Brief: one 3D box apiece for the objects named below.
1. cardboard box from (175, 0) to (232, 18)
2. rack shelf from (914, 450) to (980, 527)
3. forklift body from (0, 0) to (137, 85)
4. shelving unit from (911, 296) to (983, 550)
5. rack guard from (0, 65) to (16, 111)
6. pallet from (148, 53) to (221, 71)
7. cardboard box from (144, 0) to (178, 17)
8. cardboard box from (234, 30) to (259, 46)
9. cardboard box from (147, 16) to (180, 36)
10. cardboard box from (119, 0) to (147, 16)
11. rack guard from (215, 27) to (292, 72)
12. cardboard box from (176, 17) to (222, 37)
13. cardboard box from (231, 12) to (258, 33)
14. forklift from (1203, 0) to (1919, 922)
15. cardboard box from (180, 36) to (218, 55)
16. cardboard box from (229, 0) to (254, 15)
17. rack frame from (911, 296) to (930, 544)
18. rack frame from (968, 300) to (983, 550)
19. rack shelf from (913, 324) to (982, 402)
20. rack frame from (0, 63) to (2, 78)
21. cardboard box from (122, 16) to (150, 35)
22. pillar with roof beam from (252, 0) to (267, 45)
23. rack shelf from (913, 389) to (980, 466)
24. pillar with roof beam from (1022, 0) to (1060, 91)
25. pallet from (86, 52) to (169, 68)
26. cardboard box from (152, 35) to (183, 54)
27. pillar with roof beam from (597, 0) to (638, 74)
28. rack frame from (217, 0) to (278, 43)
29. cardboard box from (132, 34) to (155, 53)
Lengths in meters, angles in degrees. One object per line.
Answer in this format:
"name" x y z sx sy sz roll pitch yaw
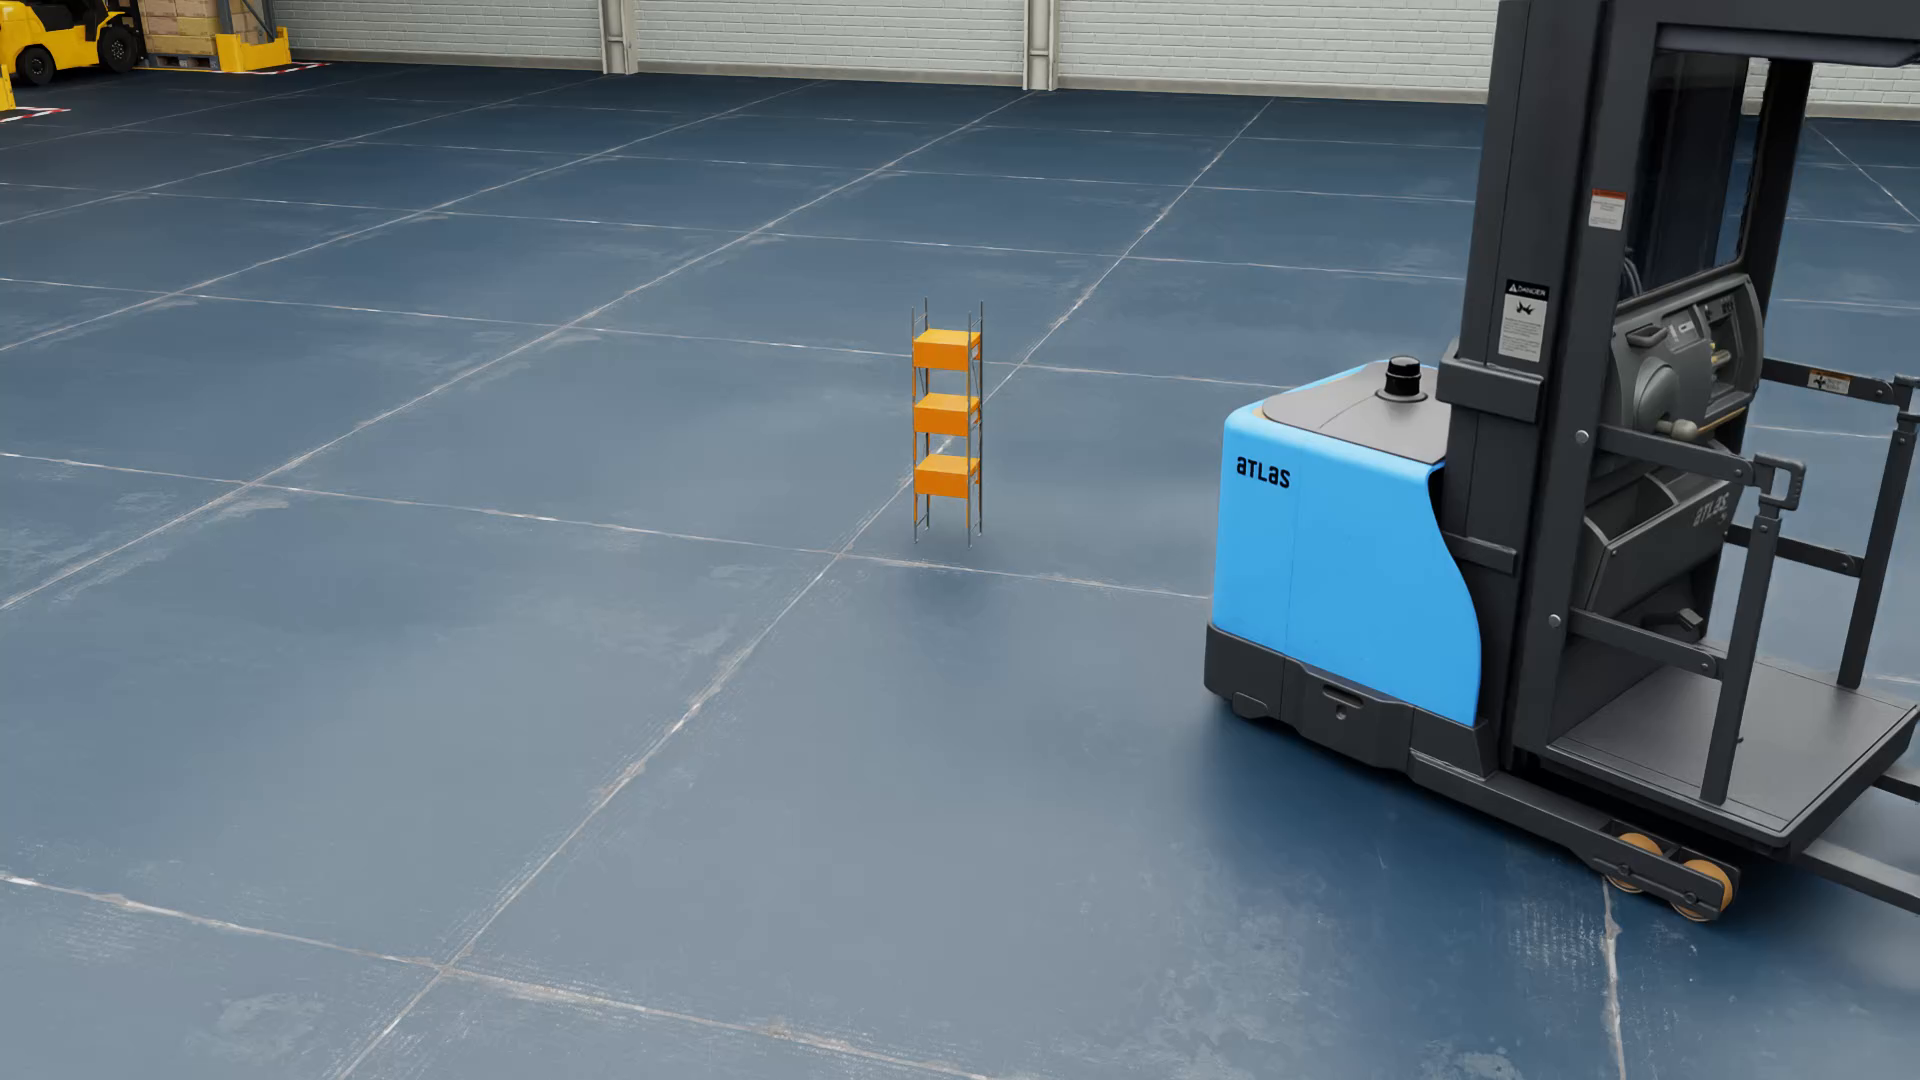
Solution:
"cardboard box" -10.575 -7.454 23.242 0.500 0.250 0.500 7 23 17
"rack shelf" -0.051 -0.225 7.195 0.240 0.259 0.215 7 23 16
"forklift body" -12.387 -7.284 22.194 1.214 2.155 2.313 7 23 16
"shelving unit" -0.051 -0.492 7.085 0.252 1.050 0.215 7 23 16
"rack guard" -11.547 -5.180 19.240 0.348 0.500 1.175 7 23 16
"pallet" -10.788 -6.911 23.839 1.213 0.211 1.003 7 23 16
"cardboard box" -11.066 -7.508 23.373 0.500 0.250 0.500 7 23 16
"cardboard box" -10.458 -7.179 23.889 0.500 0.250 0.500 7 23 16
"cardboard box" -11.077 -7.284 23.487 0.500 0.250 0.500 6 23 15
"cardboard box" -11.552 -7.560 23.499 0.500 0.250 0.500 7 23 16
"rack guard" -10.021 -6.973 23.611 0.348 0.500 1.175 7 23 16
"cardboard box" -10.600 -7.225 23.343 0.500 0.250 0.500 6 23 15
"cardboard box" -10.434 -7.413 23.799 0.500 0.250 0.500 7 23 16
"forklift" 2.241 -0.508 4.647 1.130 2.935 3.031 -20 30 -40
"cardboard box" -10.585 -6.991 23.430 0.500 0.250 0.500 7 23 16
"cardboard box" -10.450 -7.638 23.691 0.500 0.250 0.500 6 23 15
"rack frame" -0.168 -0.505 7.118 0.008 1.050 0.200 7 23 16
"rack frame" 0.066 -0.478 7.052 0.008 1.050 0.200 7 23 16
"rack shelf" -0.051 -0.744 6.981 0.240 0.259 0.215 7 23 16
"rack frame" -11.474 -6.328 18.745 0.127 3.000 1.000 7 23 16
"cardboard box" -11.578 -7.333 23.606 0.500 0.250 0.500 6 23 14
"pillar with roof beam" -11.694 -9.747 19.175 0.400 9.000 9.100 7 23 16
"rack shelf" -0.051 -0.482 7.089 0.240 0.259 0.215 7 23 16
"pillar with roof beam" -0.205 -8.432 15.968 0.400 9.000 9.100 7 23 16
"pallet" -11.953 -7.045 24.167 1.213 0.211 1.003 7 23 15
"cardboard box" -11.059 -7.049 23.572 0.500 0.250 0.500 7 23 15
"pillar with roof beam" -5.950 -9.090 17.572 0.400 9.000 9.100 7 23 16
"rack frame" -10.044 -8.132 23.143 0.127 3.000 1.000 7 23 16
"cardboard box" -11.535 -7.107 23.713 0.500 0.250 0.500 7 23 16
